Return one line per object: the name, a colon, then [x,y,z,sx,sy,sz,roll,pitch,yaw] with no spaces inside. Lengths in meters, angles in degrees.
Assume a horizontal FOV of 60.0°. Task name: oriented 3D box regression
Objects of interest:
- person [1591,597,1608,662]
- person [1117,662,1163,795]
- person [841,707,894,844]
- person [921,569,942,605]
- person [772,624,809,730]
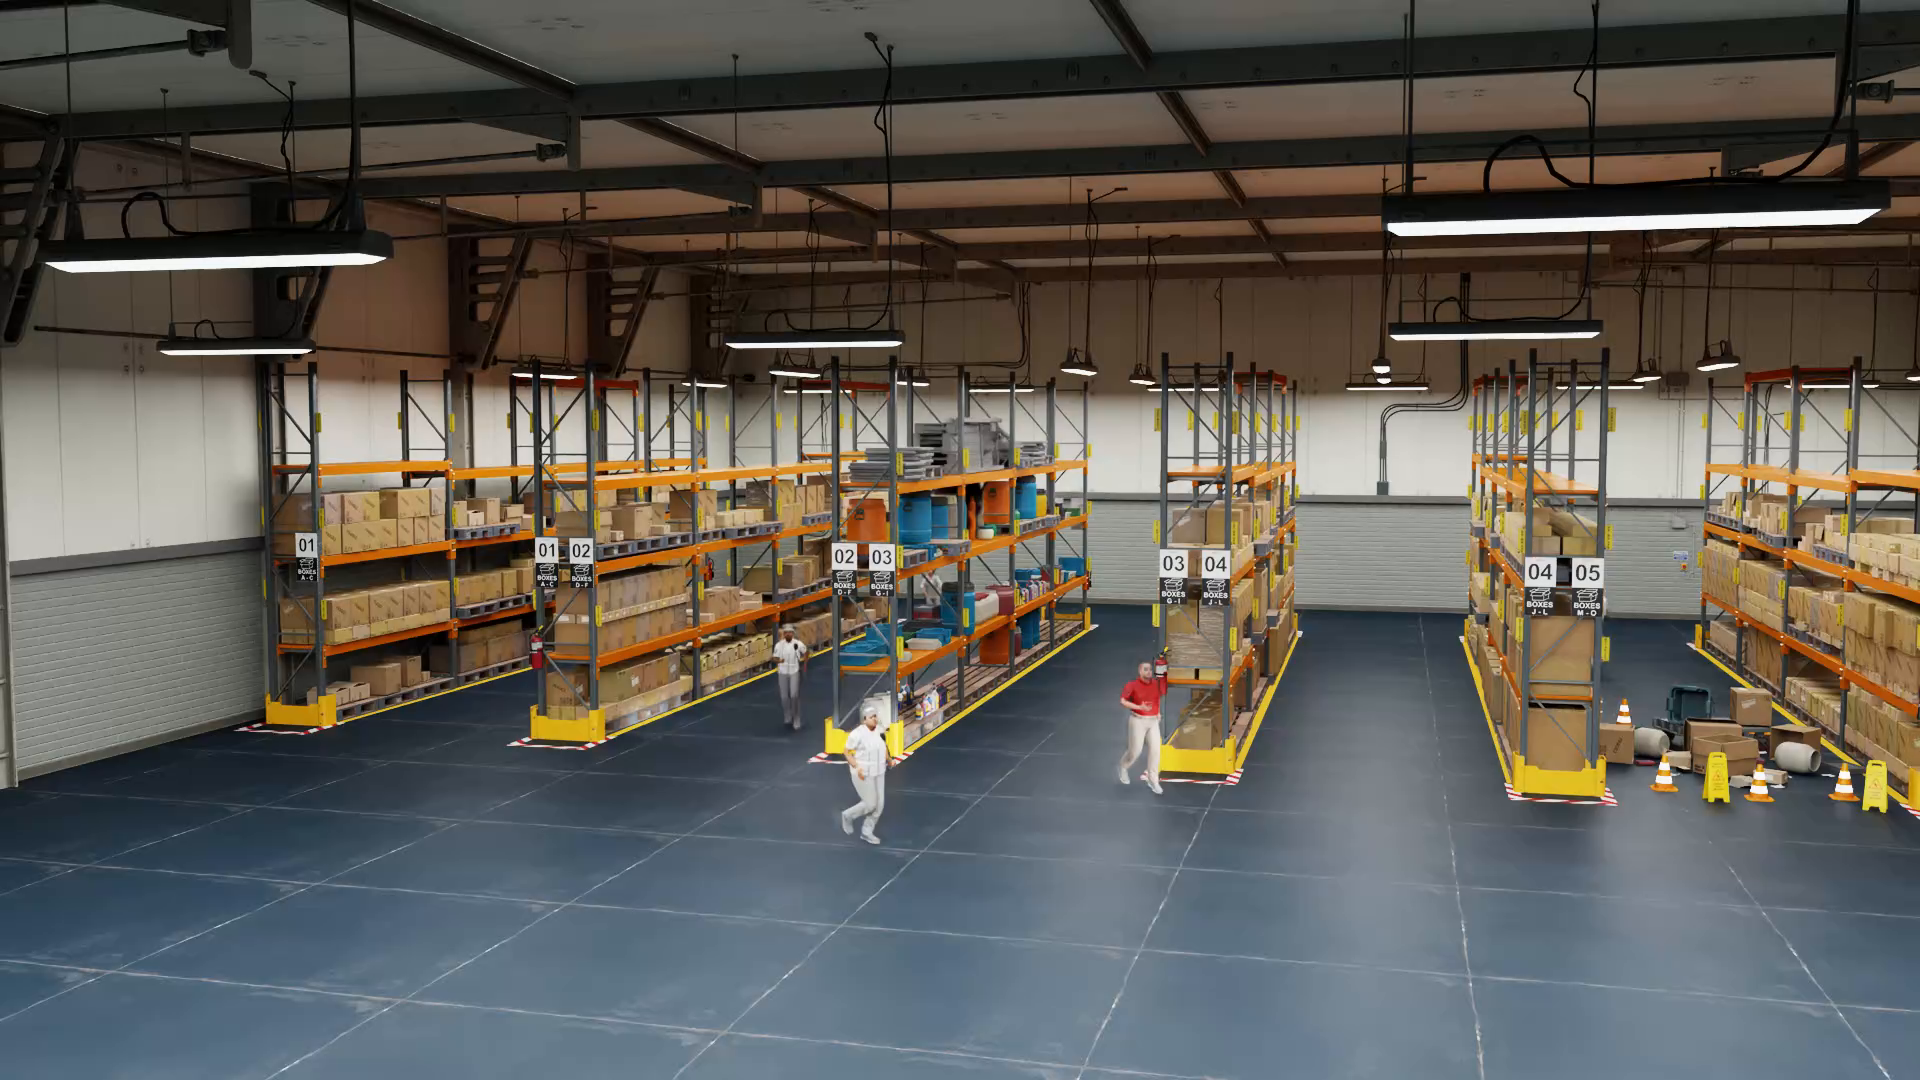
person: [12.984,1.700,34.438,0.666,1.819,0.888,0,4,5]
person: [2.506,2.543,22.758,0.675,1.759,0.866,-2,4,-23]
person: [-1.080,2.799,19.892,0.598,1.639,0.586,-4,6,-44]
person: [-0.694,1.441,40.142,0.544,1.460,0.587,0,4,2]
person: [-2.796,2.240,27.342,0.568,1.750,0.739,0,4,4]
